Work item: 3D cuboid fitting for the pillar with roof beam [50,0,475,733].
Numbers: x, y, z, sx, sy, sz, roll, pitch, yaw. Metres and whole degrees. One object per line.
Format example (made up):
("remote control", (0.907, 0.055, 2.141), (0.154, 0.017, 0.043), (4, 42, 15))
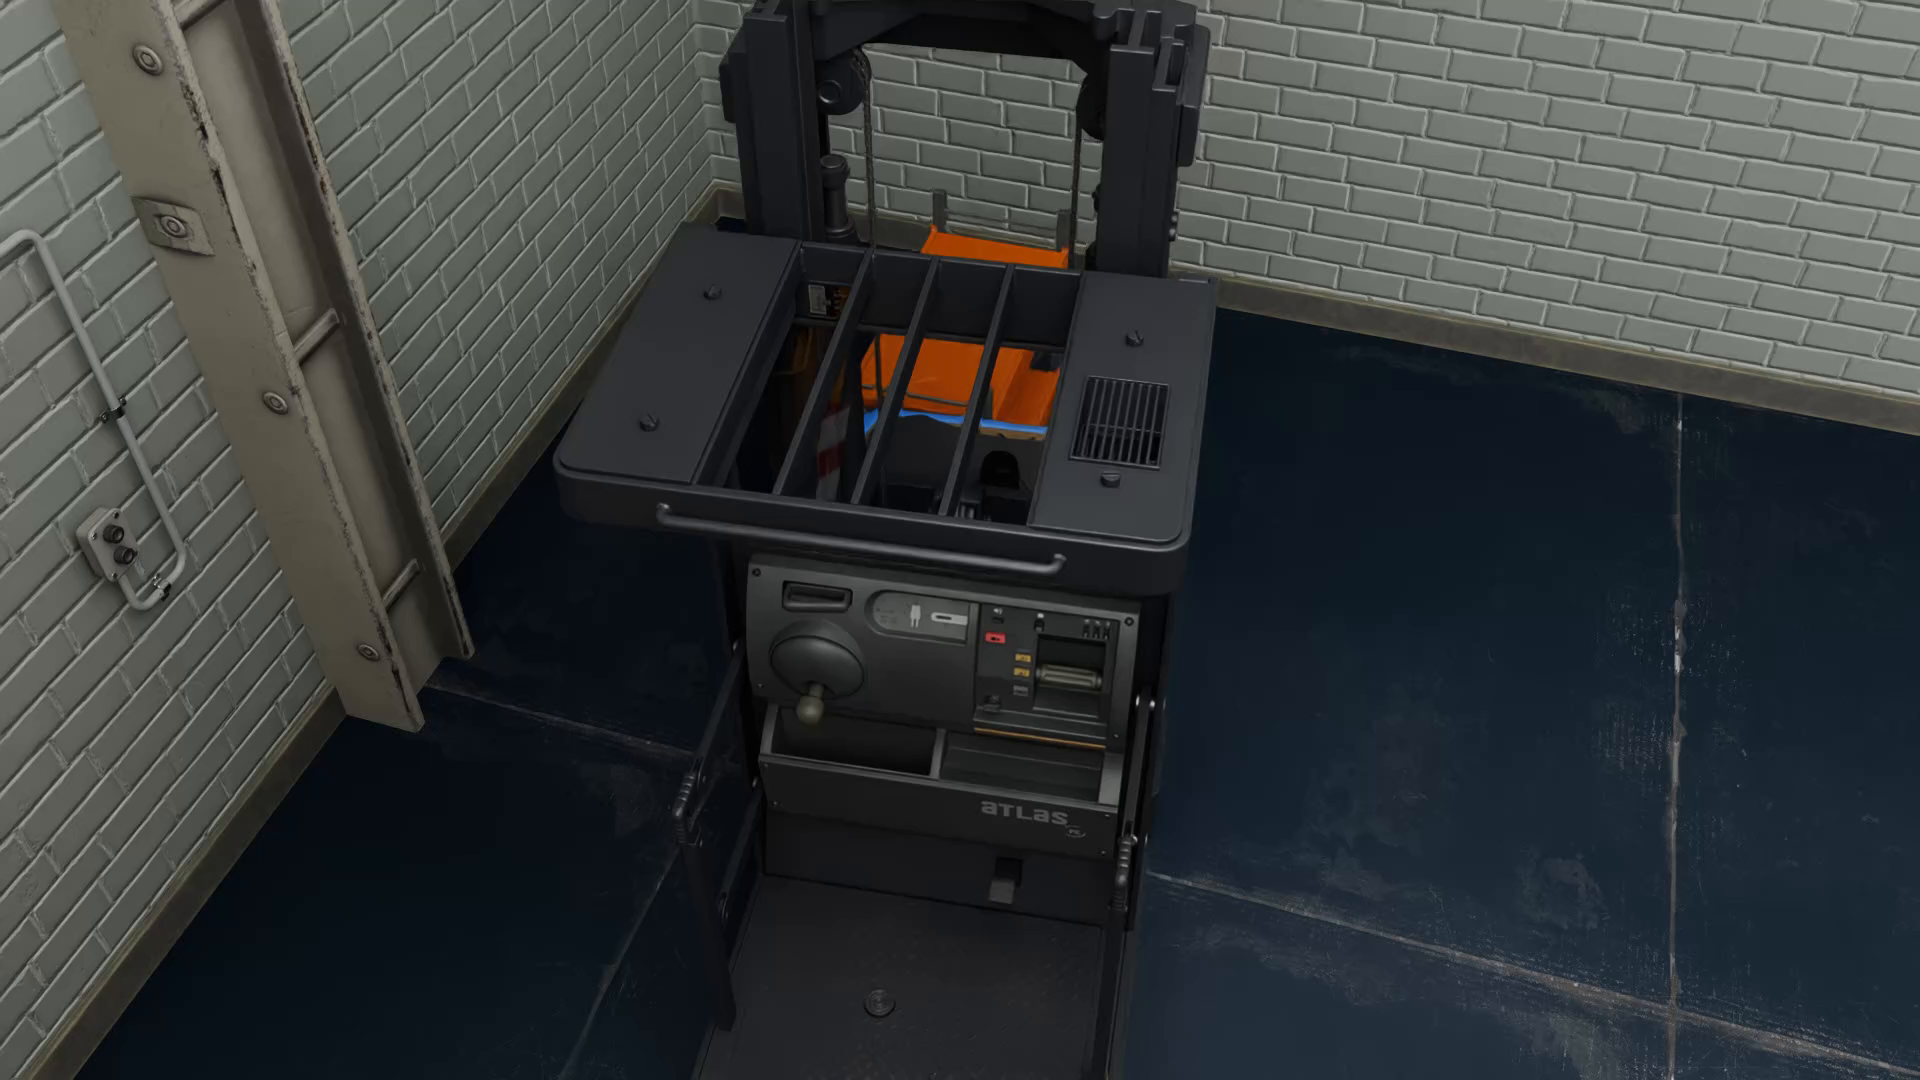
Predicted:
("pillar with roof beam", (2.193, -1.821, 1.677), (9.100, 9.000, 0.400), (13, 46, 13))

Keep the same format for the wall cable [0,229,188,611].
("wall cable", (-2.417, -0.022, 3.402), (0.084, 1.984, 1.851), (13, 46, 13))

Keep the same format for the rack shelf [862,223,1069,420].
("rack shelf", (0.003, -0.660, 5.702), (0.538, 0.278, 1.000), (12, 46, 12))

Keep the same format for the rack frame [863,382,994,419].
("rack frame", (-0.140, -0.110, 5.558), (0.500, 1.125, 0.032), (12, 46, 12))

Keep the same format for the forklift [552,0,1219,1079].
("forklift", (-0.086, 0.370, 3.776), (1.130, 2.935, 3.031), (7, 45, 7))

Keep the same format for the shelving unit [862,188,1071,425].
("shelving unit", (0.003, -0.451, 5.907), (0.538, 1.125, 1.048), (12, 46, 12))

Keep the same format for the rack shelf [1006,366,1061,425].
("rack shelf", (0.003, -0.276, 6.078), (0.538, 0.278, 1.000), (12, 46, 12))

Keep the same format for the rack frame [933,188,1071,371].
("rack frame", (0.147, -0.792, 6.255), (0.500, 1.125, 0.032), (12, 46, 12))
